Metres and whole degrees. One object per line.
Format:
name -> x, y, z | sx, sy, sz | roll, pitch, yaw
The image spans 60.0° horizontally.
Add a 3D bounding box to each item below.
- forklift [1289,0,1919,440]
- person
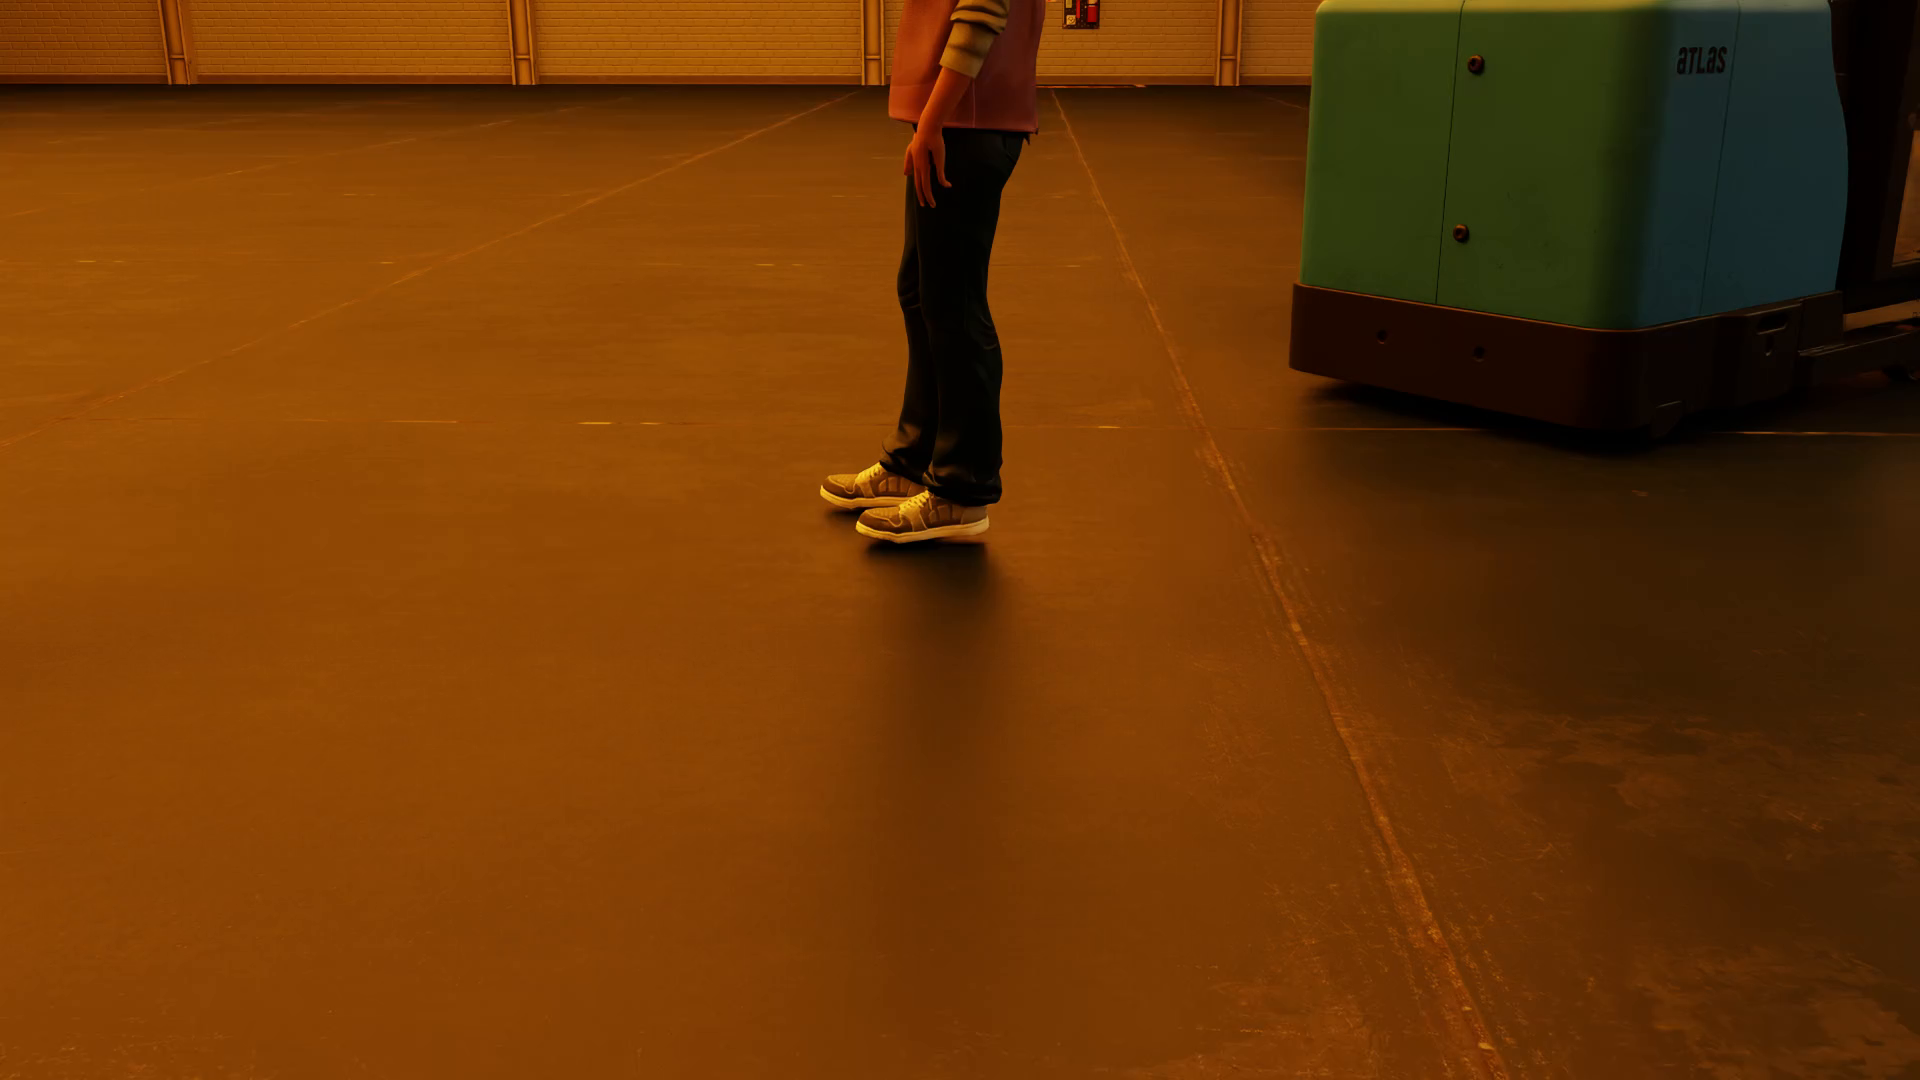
forklift -> 2.405, -1.977, 4.797 | 3.031, 2.935, 1.130 | -13, 21, -36
person -> -0.073, -0.774, 3.148 | 0.476, 1.596, 0.520 | 1, 17, 2
